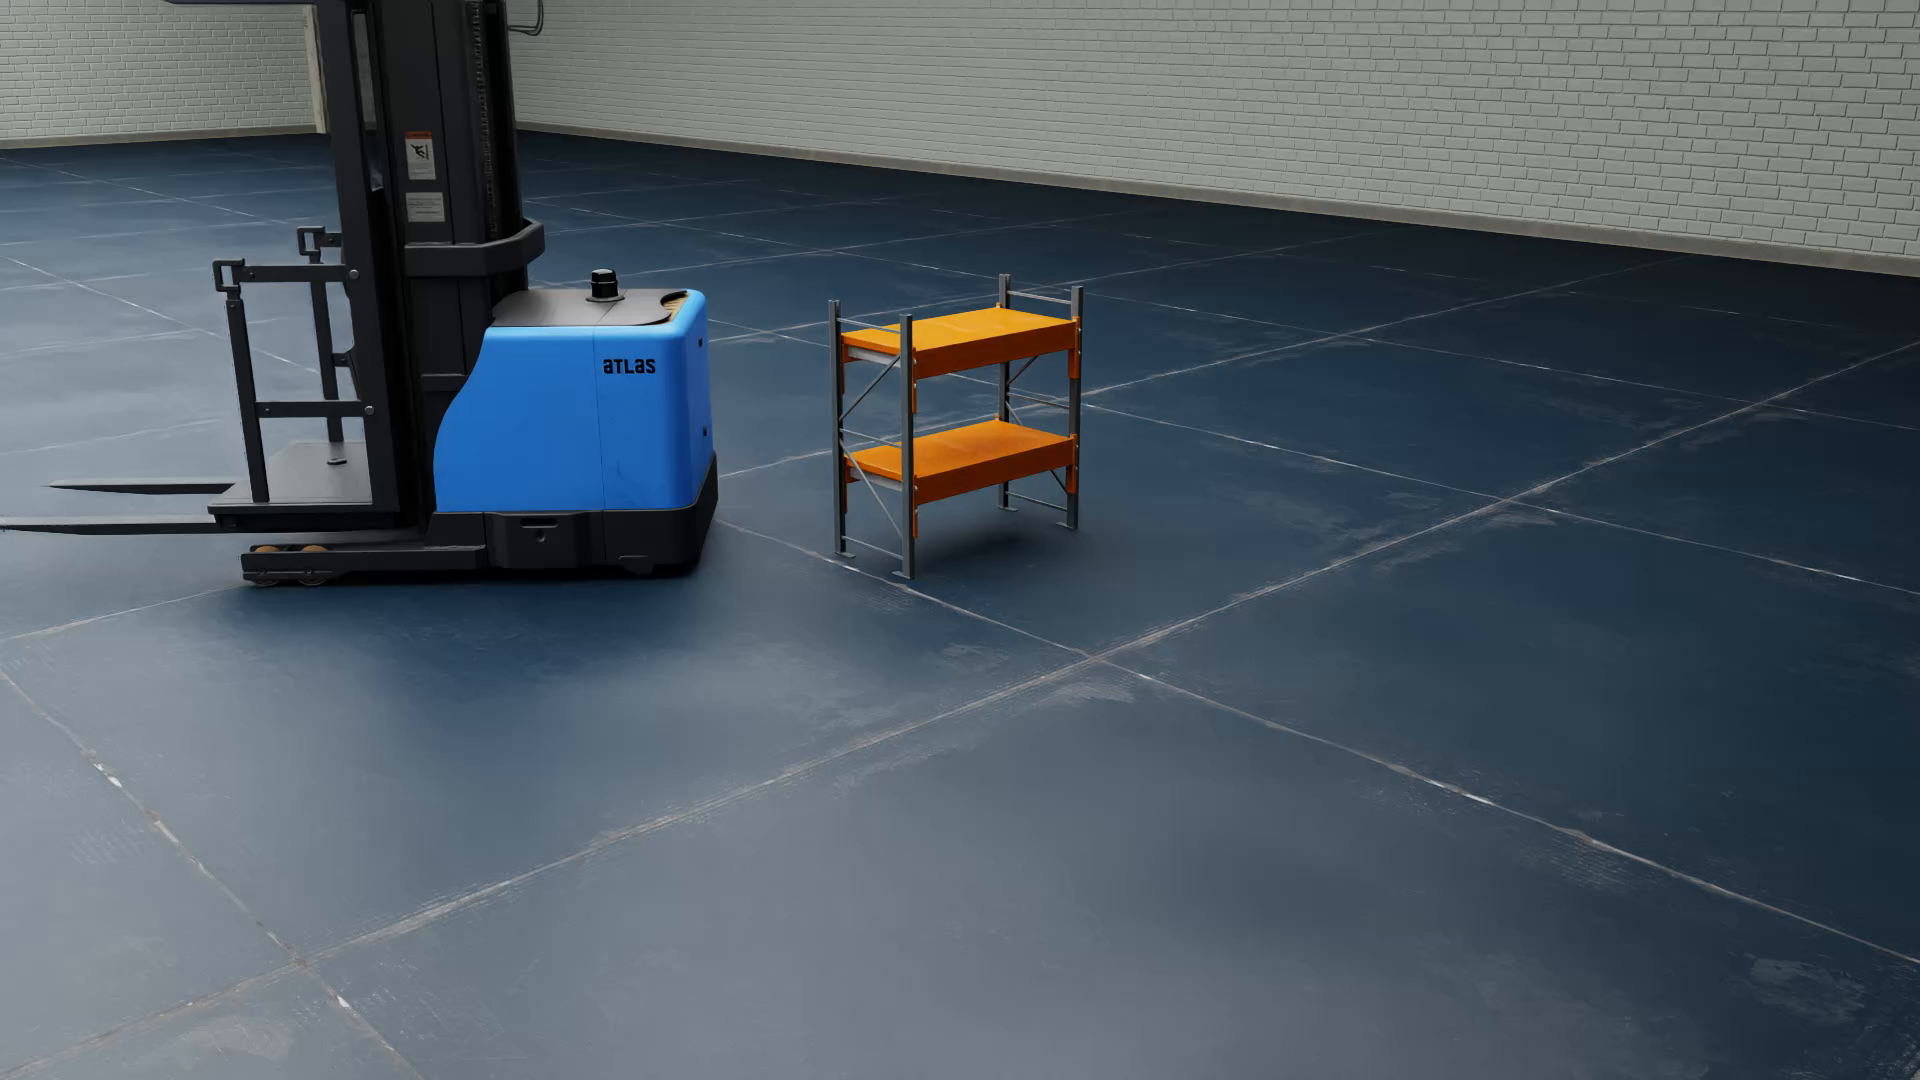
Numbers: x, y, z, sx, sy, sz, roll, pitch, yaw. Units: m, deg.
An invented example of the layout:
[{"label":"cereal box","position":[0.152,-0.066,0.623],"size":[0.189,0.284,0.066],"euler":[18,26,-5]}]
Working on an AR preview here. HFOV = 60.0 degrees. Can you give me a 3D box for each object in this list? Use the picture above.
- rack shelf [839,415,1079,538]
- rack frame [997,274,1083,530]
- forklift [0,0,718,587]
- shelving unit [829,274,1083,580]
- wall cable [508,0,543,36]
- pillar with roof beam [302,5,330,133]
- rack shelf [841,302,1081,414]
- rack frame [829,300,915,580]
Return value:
[{"label":"rack shelf","position":[-0.005,-0.301,7.454],"size":[1.000,0.278,0.538],"euler":[-16,24,-41]},{"label":"rack frame","position":[0.364,-0.641,7.711],"size":[0.032,1.125,0.500],"euler":[-16,24,-41]},{"label":"forklift","position":[-2.646,-1.366,7.018],"size":[3.031,2.935,1.130],"euler":[-1,18,-2]},{"label":"shelving unit","position":[-0.005,-0.534,7.378],"size":[1.048,1.125,0.538],"euler":[-16,24,-41]},{"label":"wall cable","position":[-8.681,-10.721,31.066],"size":[0.112,2.526,3.097],"euler":[-16,24,-41]},{"label":"pillar with roof beam","position":[-8.772,-10.905,26.600],"size":[0.400,9.000,9.100],"euler":[-16,24,-41]},{"label":"rack shelf","position":[-0.005,-0.812,7.288],"size":[1.000,0.278,0.538],"euler":[-16,24,-41]},{"label":"rack frame","position":[-0.374,-0.426,7.046],"size":[0.032,1.125,0.500],"euler":[-16,24,-41]}]
